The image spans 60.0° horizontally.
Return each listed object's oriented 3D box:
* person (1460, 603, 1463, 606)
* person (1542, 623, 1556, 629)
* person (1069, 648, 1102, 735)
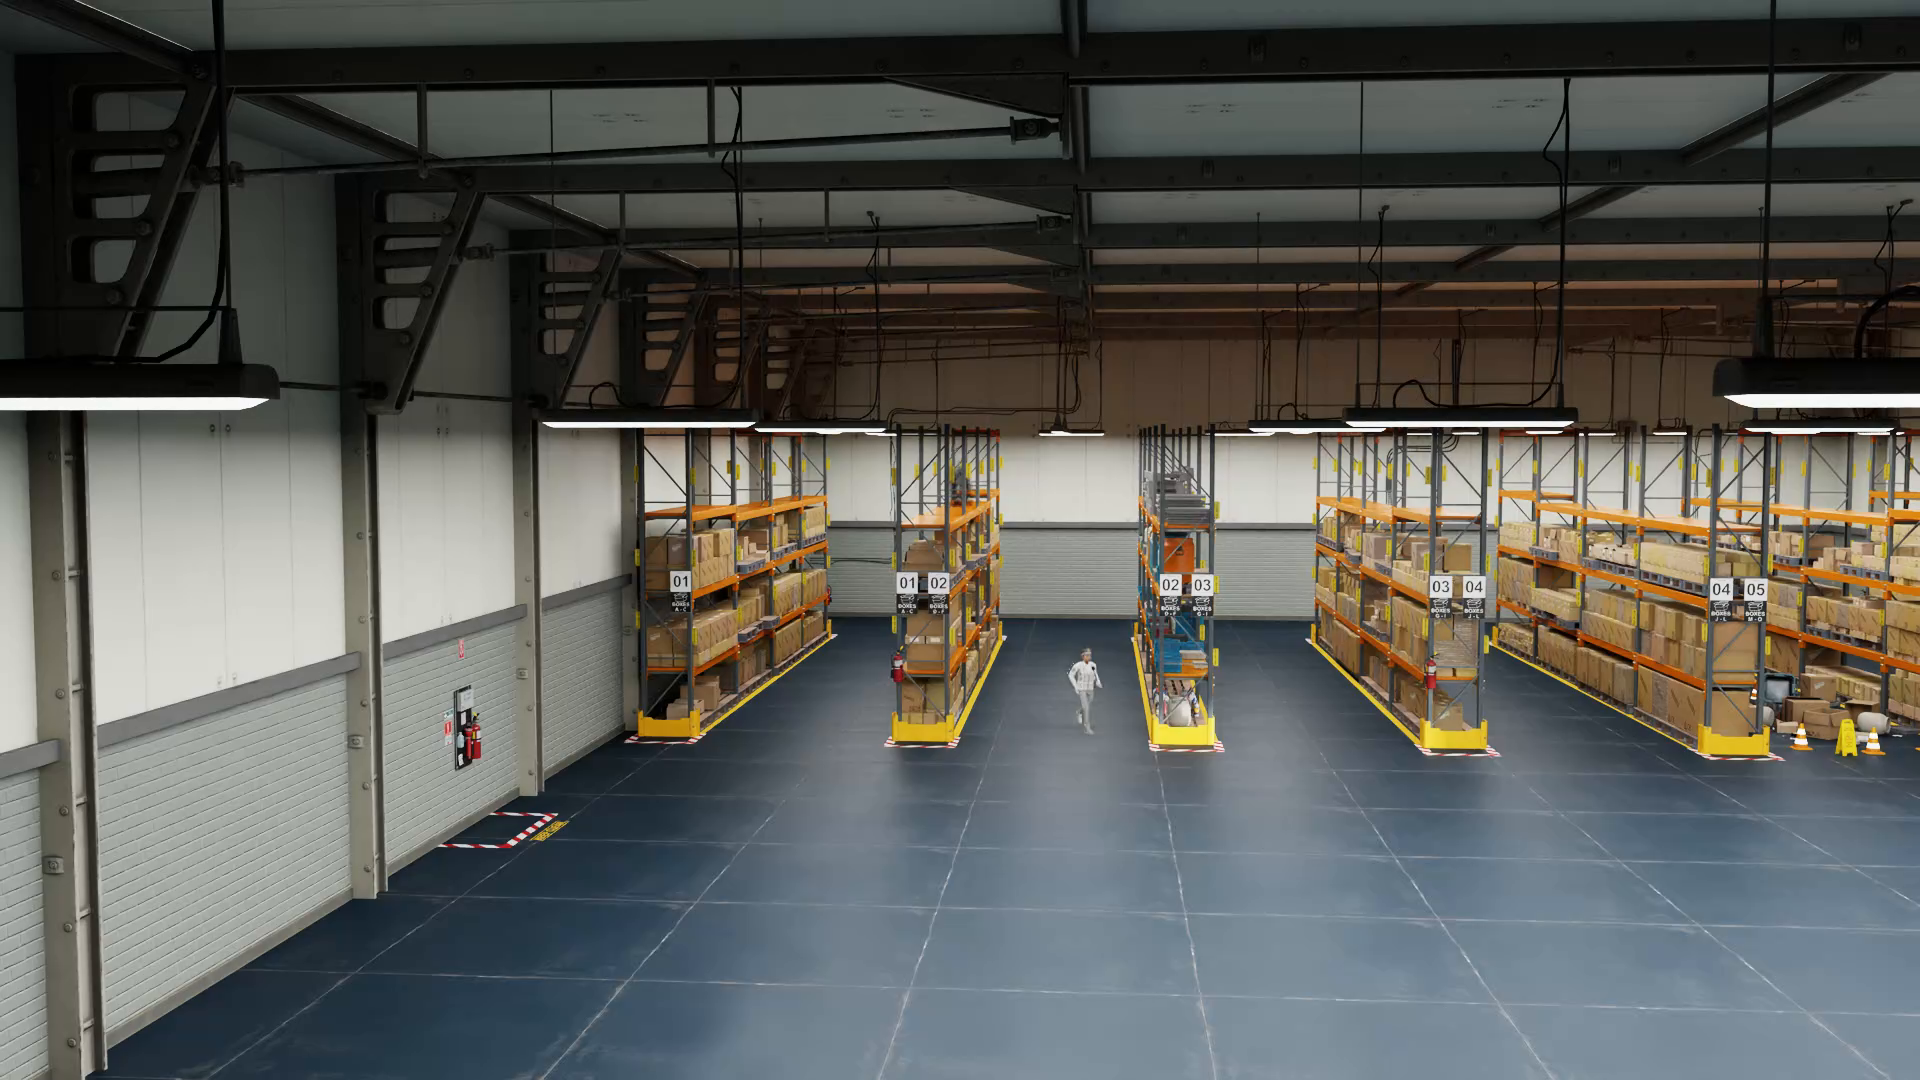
[{"bbox_3d":[13.616,2.111,46.126,0.661,1.614,0.635,2,4,31],"label":"person"},{"bbox_3d":[16.719,2.045,46.802,0.701,1.727,0.769,-2,4,-31],"label":"person"},{"bbox_3d":[2.413,2.926,32.495,0.603,1.668,0.752,-1,4,-23],"label":"person"}]
